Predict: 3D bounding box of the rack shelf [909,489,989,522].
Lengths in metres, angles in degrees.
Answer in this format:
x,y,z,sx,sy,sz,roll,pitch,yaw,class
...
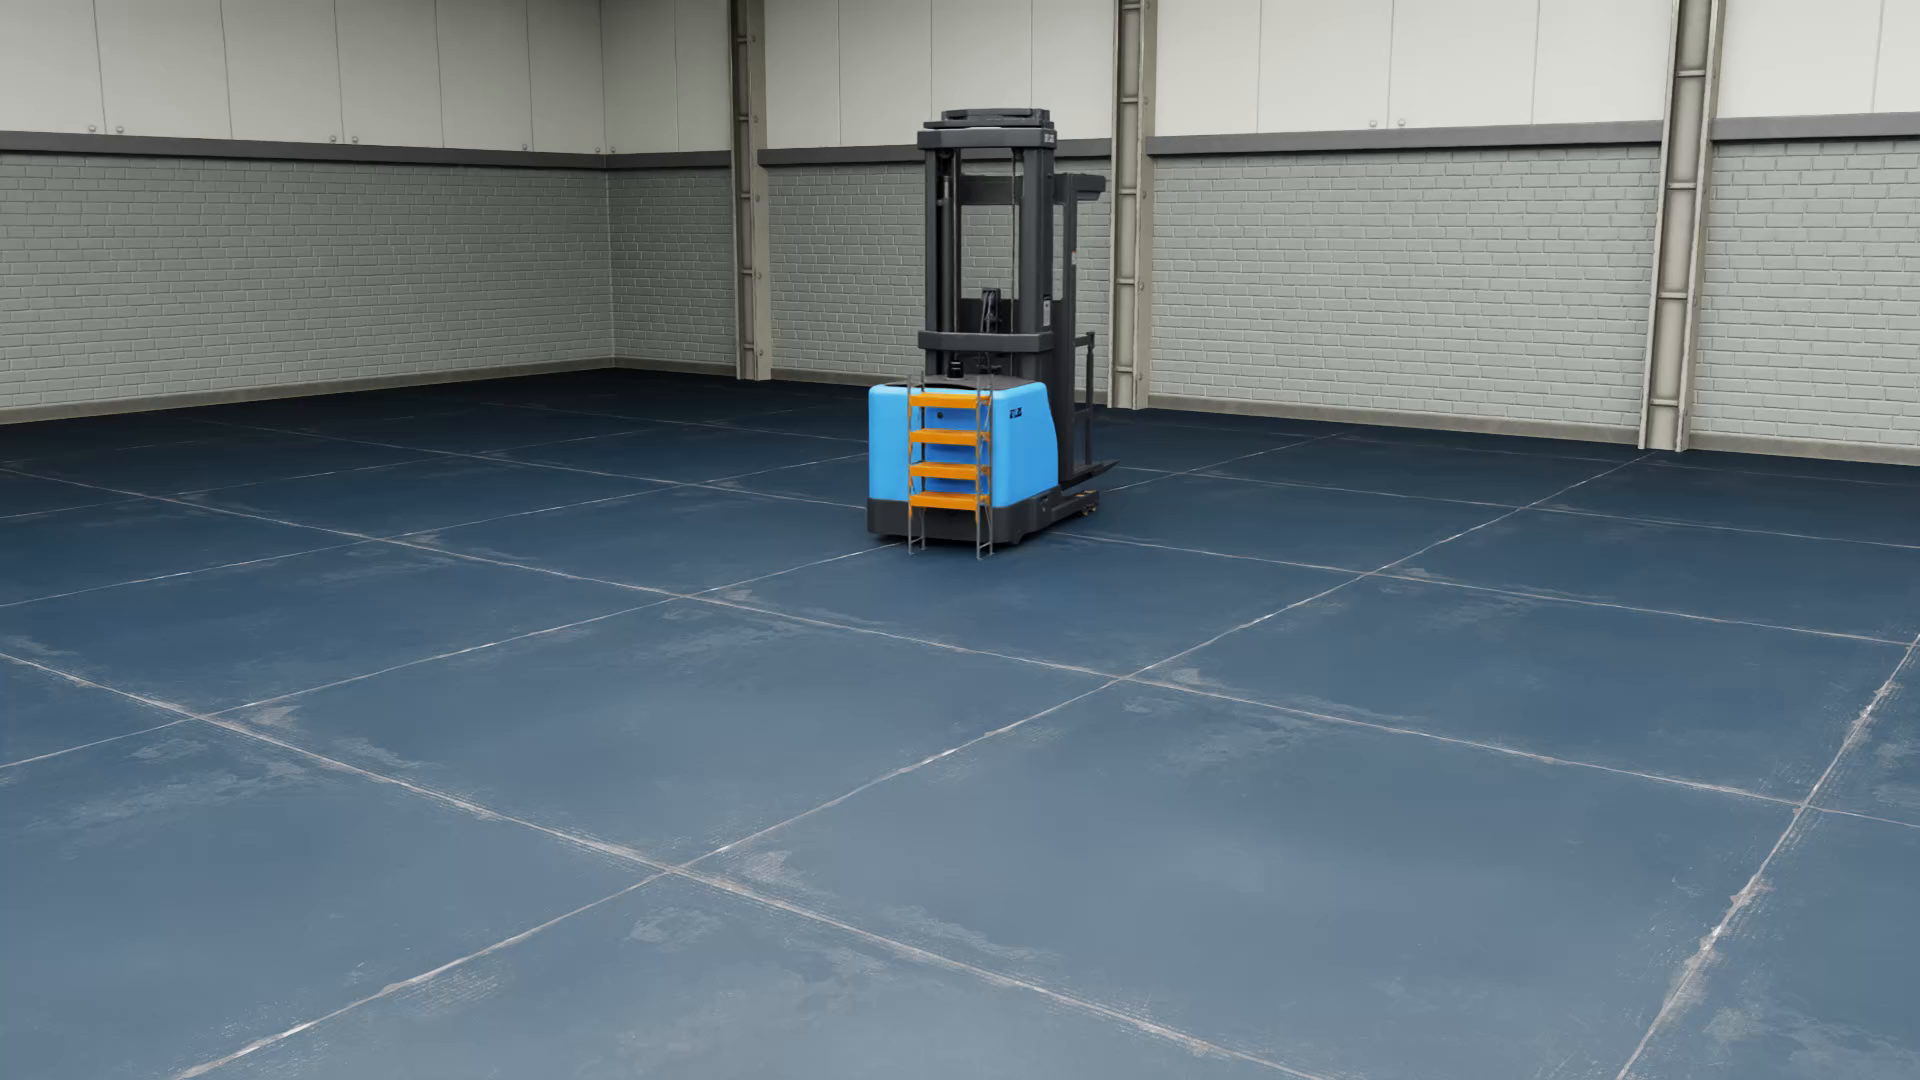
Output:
x,y,z,sx,sy,sz,roll,pitch,yaw,class
-0.064,-0.229,10.954,0.480,0.148,0.258,5,12,22,rack shelf

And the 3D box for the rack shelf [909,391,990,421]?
x,y,z,sx,sy,sz,roll,pitch,yaw,class
-0.064,-0.876,10.829,0.480,0.148,0.258,5,12,22,rack shelf

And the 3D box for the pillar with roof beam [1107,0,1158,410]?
x,y,z,sx,sy,sz,roll,pitch,yaw,class
-0.567,-5.322,15.345,0.400,9.000,9.100,8,13,36,pillar with roof beam

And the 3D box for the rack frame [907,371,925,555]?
x,y,z,sx,sy,sz,roll,pitch,yaw,class
-0.288,-0.508,10.997,0.015,1.200,0.240,5,12,22,rack frame

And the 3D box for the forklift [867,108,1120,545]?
x,y,z,sx,sy,sz,roll,pitch,yaw,class
0.413,-1.644,12.312,1.130,2.935,3.031,5,12,23,forklift

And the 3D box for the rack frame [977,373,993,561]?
x,y,z,sx,sy,sz,roll,pitch,yaw,class
0.161,-0.472,10.811,0.015,1.200,0.240,5,12,22,rack frame

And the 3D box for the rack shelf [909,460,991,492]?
x,y,z,sx,sy,sz,roll,pitch,yaw,class
-0.064,-0.424,10.917,0.480,0.148,0.258,5,12,22,rack shelf

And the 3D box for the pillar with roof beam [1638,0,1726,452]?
x,y,z,sx,sy,sz,roll,pitch,yaw,class
4.269,-4.647,11.858,0.400,9.000,9.100,8,13,36,pillar with roof beam

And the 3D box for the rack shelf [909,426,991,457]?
x,y,z,sx,sy,sz,roll,pitch,yaw,class
-0.064,-0.644,10.874,0.480,0.148,0.258,5,12,22,rack shelf

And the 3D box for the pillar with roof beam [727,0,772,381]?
x,y,z,sx,sy,sz,roll,pitch,yaw,class
-5.403,-5.996,18.832,0.400,9.000,9.100,8,13,36,pillar with roof beam

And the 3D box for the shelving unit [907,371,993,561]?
x,y,z,sx,sy,sz,roll,pitch,yaw,class
-0.064,-0.490,10.904,0.503,1.200,0.258,5,12,22,shelving unit
